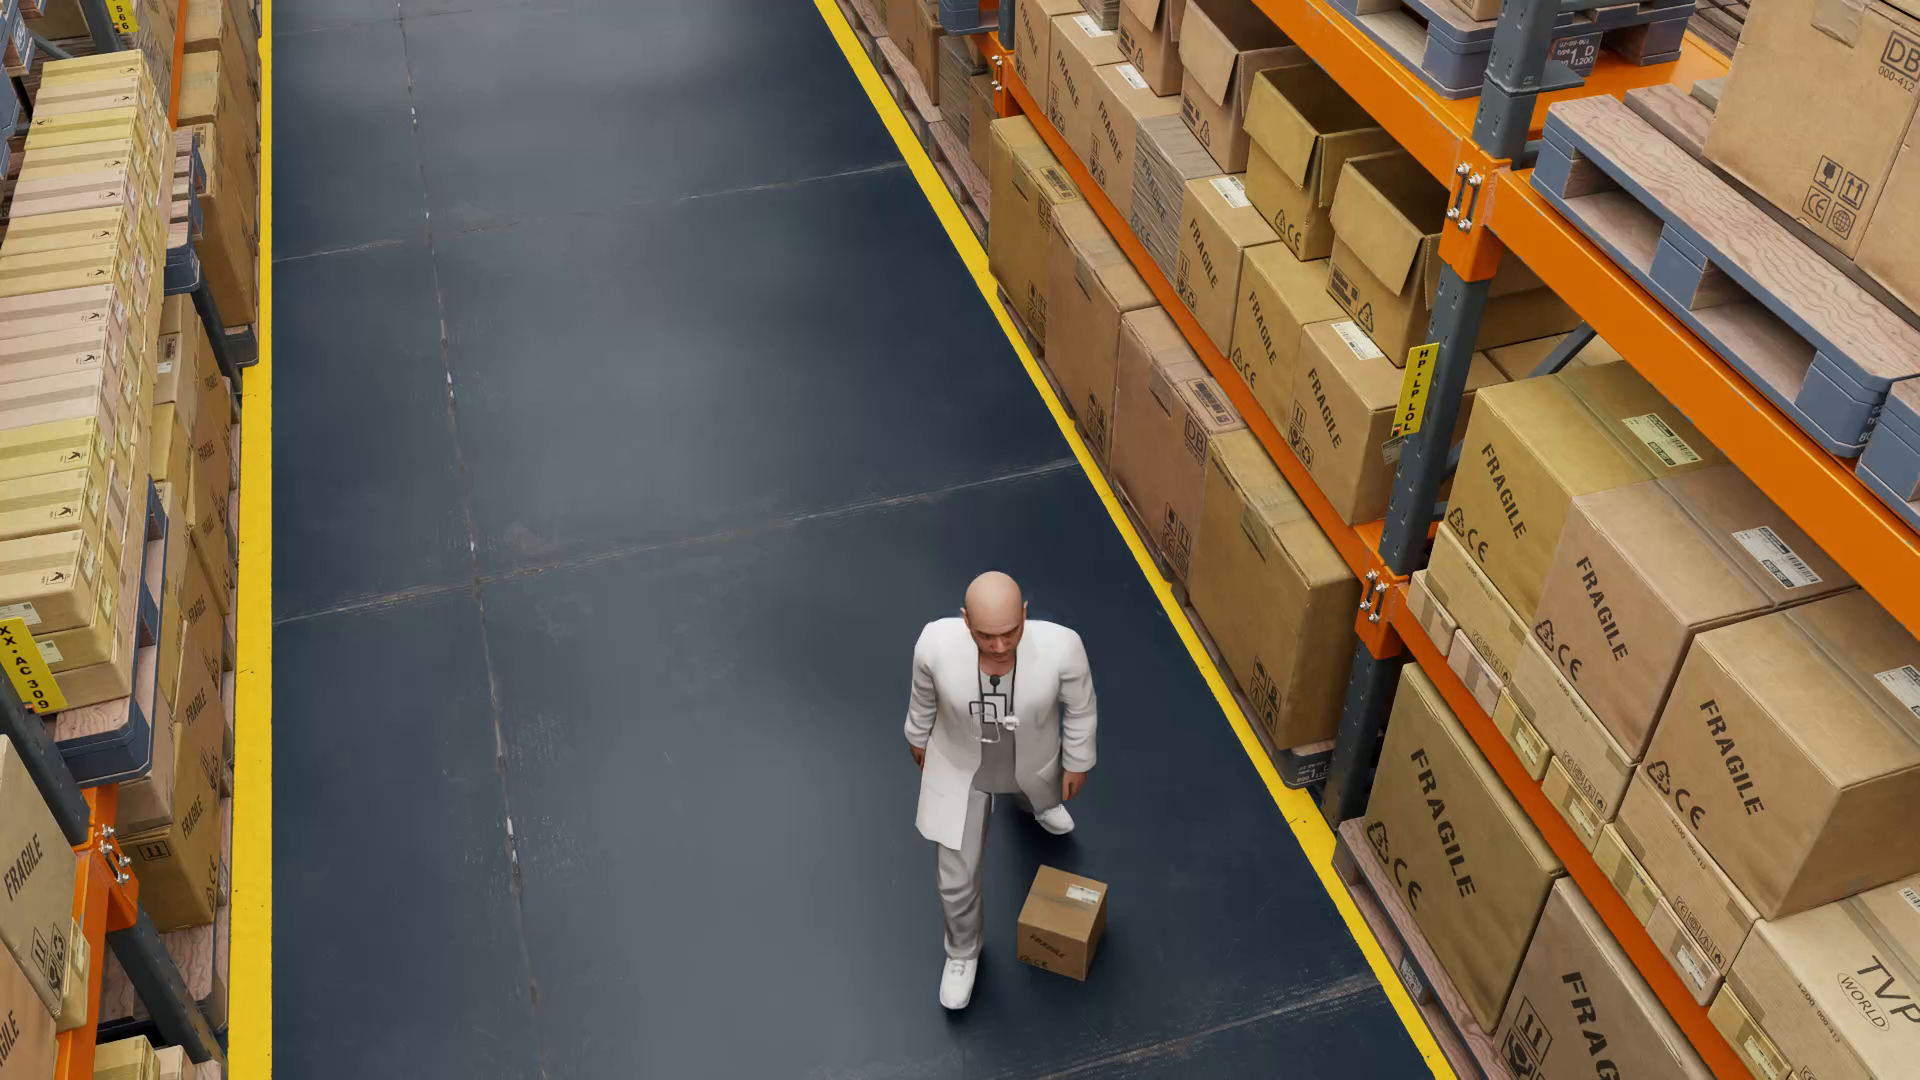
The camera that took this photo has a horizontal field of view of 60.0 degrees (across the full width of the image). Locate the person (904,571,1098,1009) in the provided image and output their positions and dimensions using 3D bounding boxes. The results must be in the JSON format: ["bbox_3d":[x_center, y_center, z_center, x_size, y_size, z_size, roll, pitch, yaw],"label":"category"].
[{"bbox_3d":[0.129,0.650,5.462,0.627,1.718,1.022,-1,42,-1],"label":"person"}]
